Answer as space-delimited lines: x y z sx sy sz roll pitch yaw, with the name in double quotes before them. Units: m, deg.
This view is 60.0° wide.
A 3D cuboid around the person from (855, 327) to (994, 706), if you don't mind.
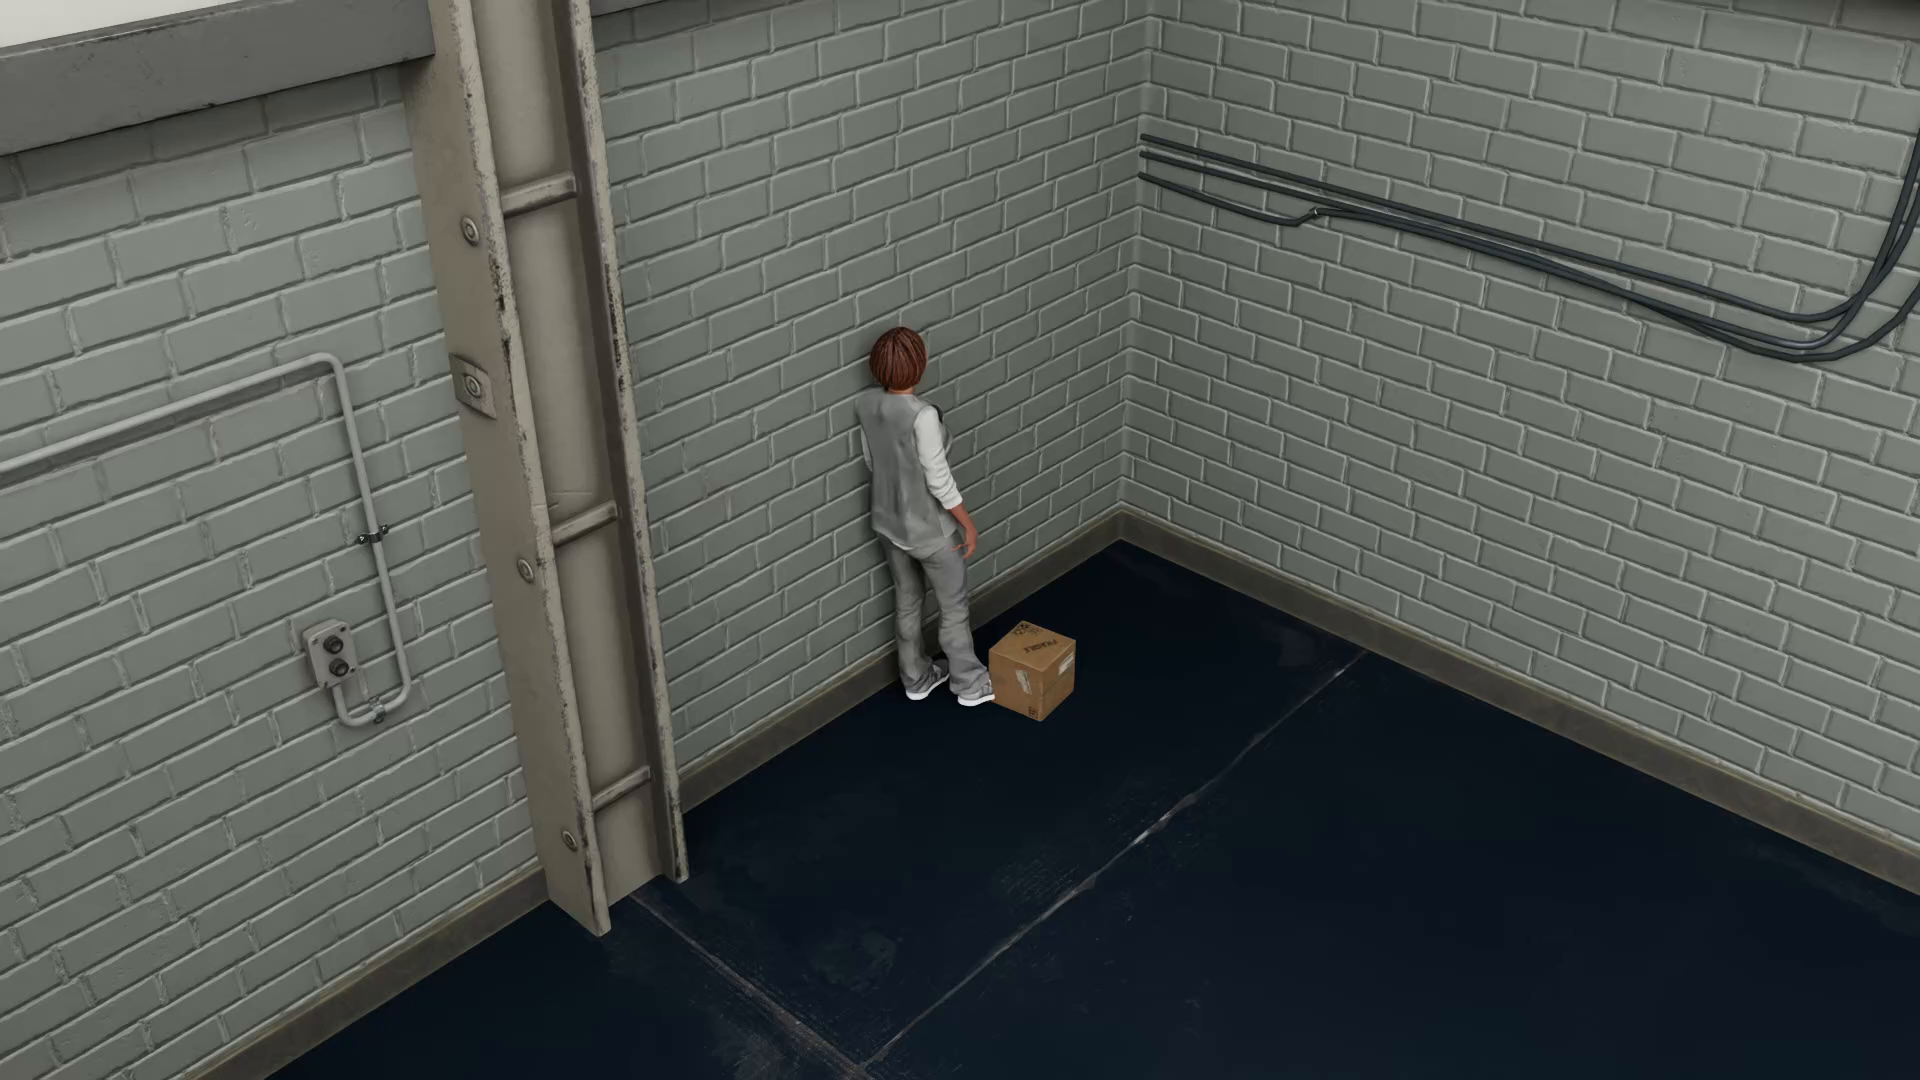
"person" -0.105 -0.085 6.264 0.521 1.600 0.472 26 40 35
